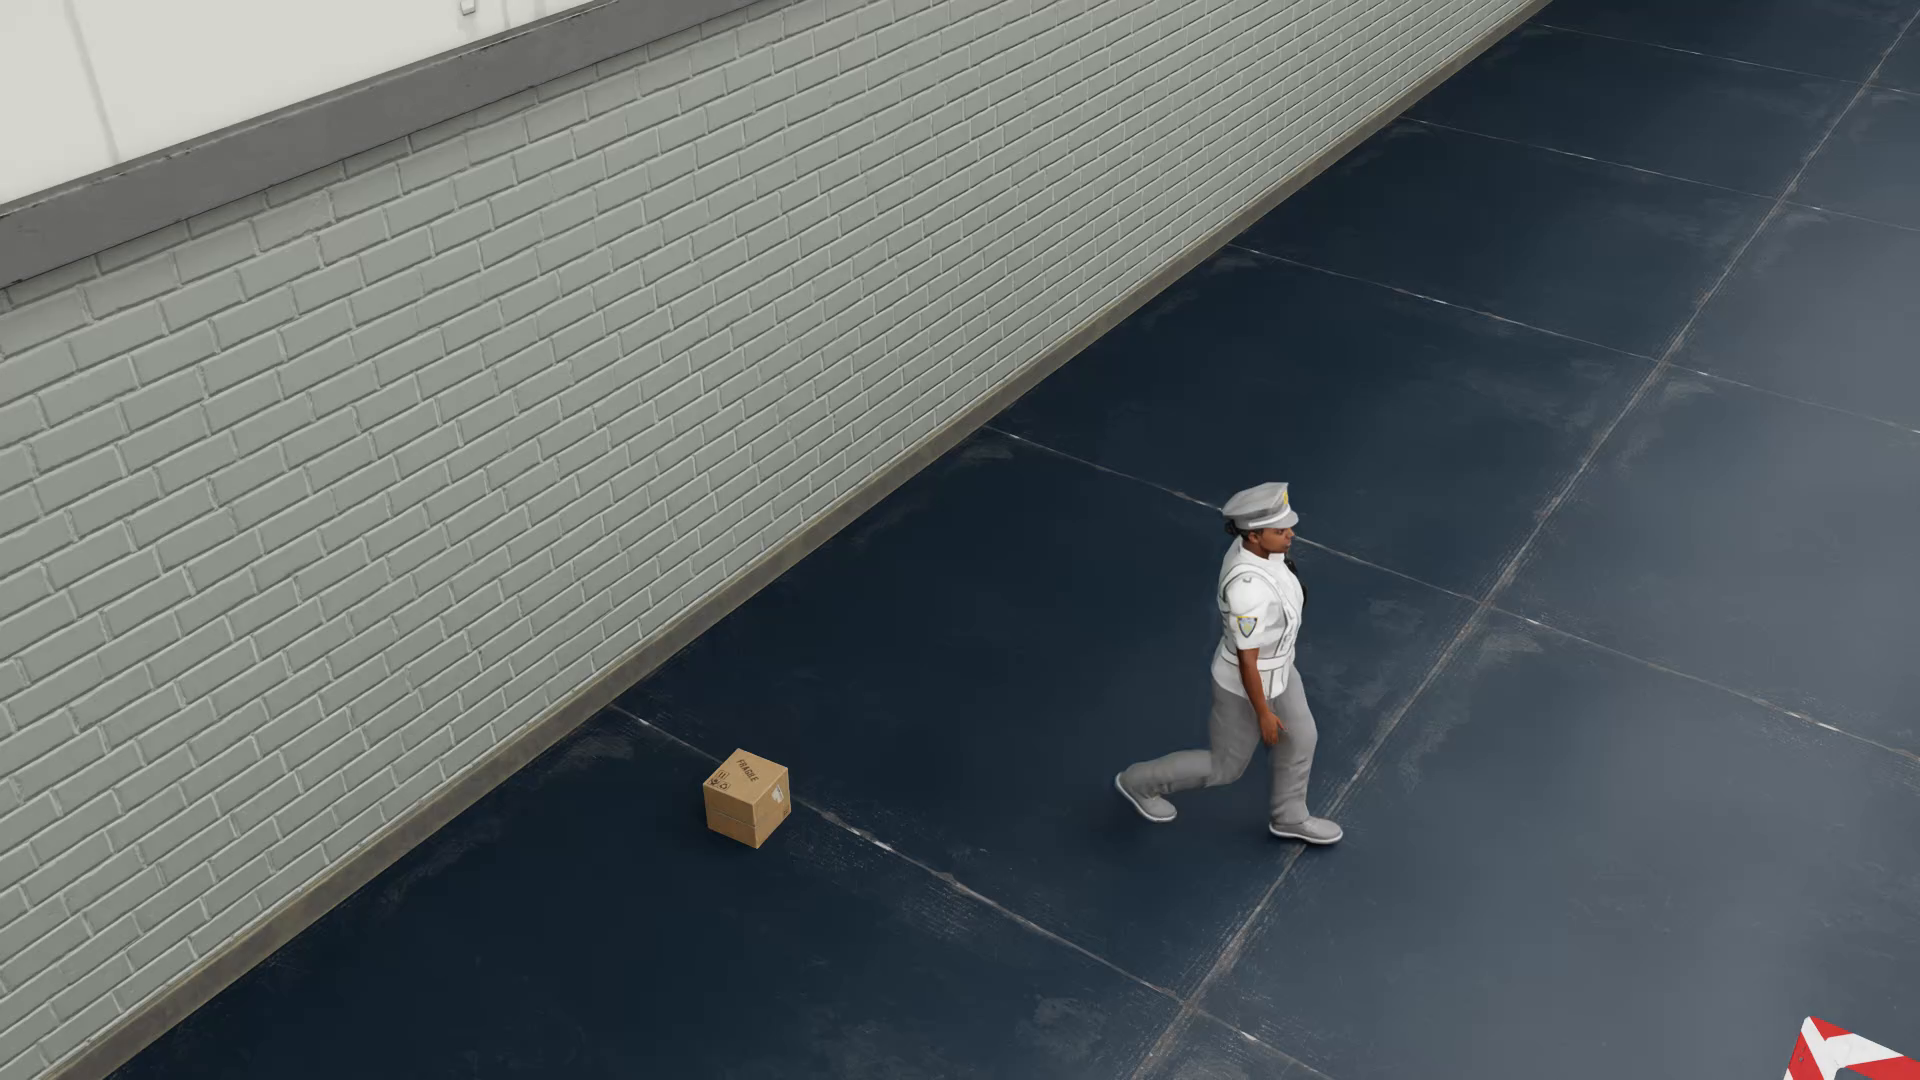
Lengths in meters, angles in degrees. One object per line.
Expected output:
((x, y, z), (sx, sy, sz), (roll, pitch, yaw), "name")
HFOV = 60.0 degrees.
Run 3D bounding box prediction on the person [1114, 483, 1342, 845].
((1.099, 0.502, 6.388), (0.921, 1.644, 0.460), (12, 36, 16), "person")
